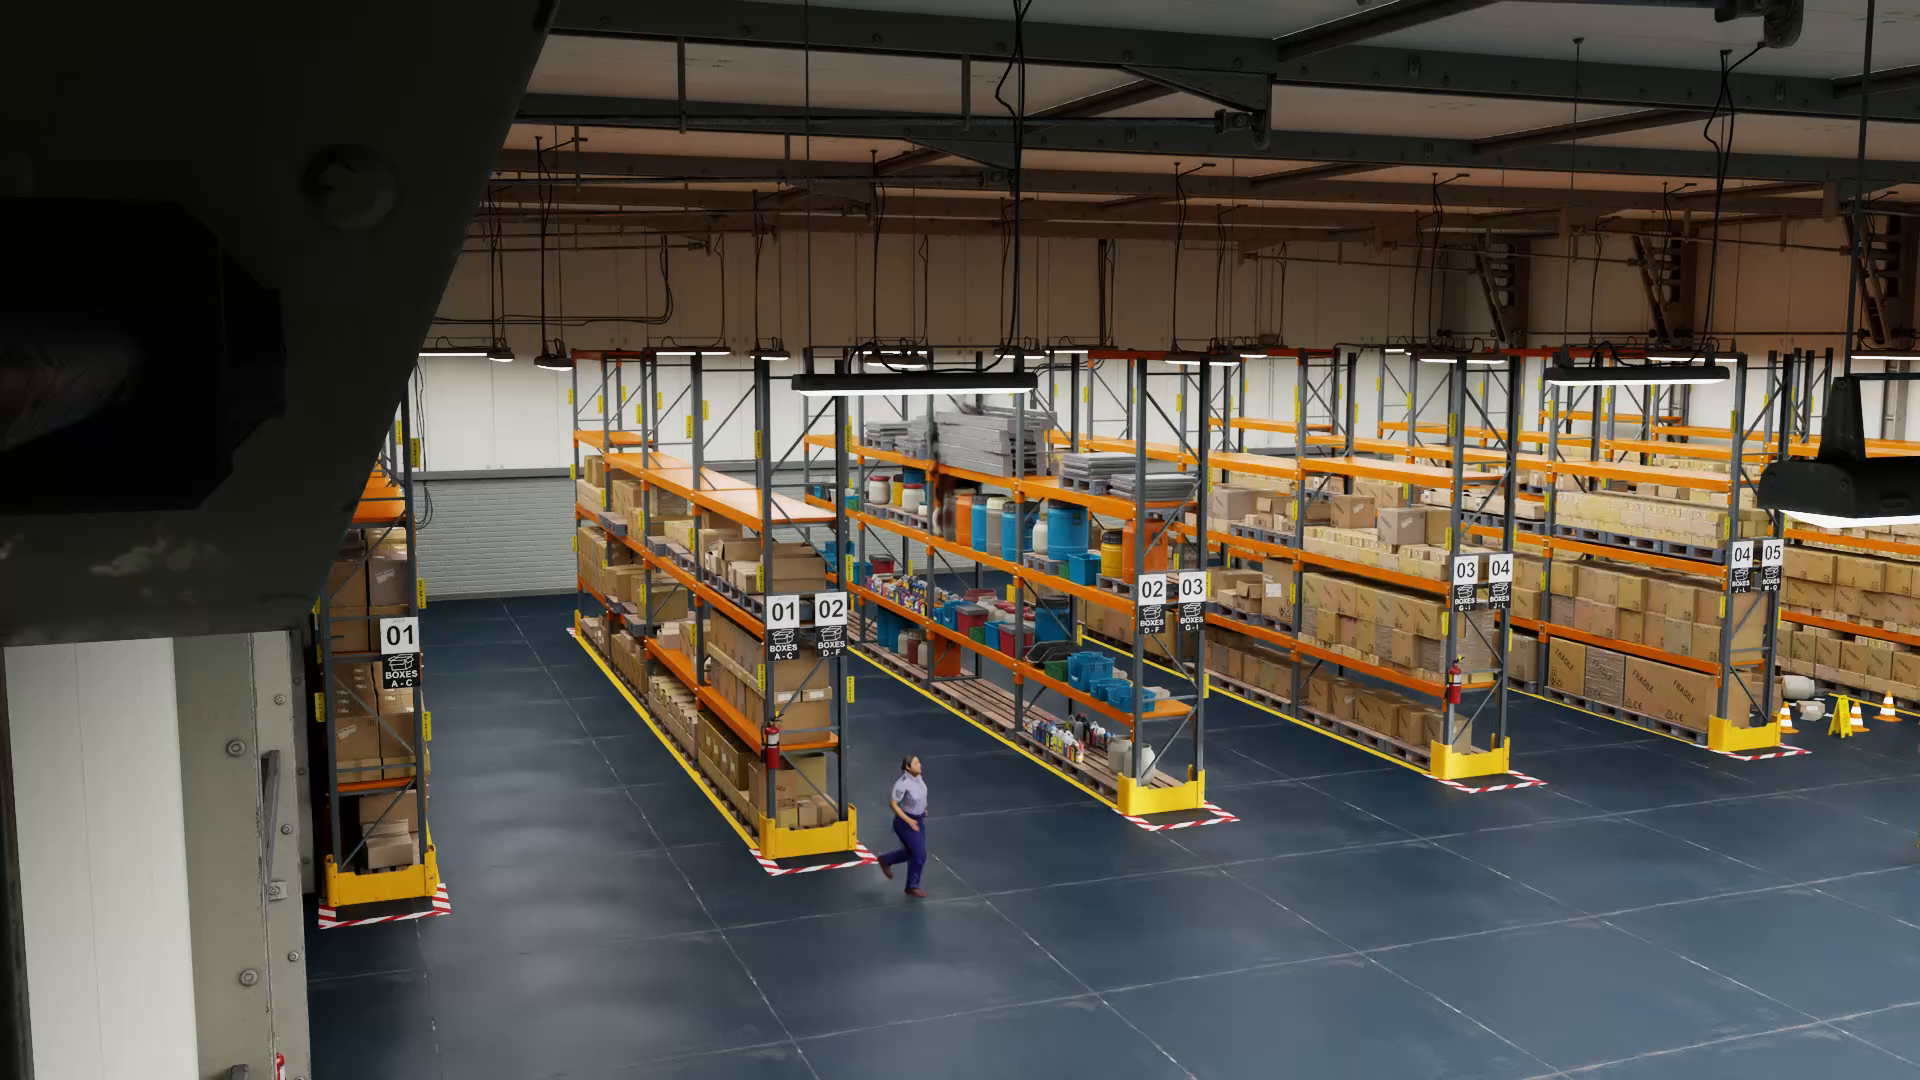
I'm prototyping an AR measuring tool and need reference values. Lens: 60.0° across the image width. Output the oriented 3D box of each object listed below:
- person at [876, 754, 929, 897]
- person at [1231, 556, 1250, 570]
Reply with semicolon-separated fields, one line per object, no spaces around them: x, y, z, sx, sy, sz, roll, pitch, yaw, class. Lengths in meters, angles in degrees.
-0.642;3.209;18.827;0.651;1.647;0.613;3;8;21;person
7.105;0.281;41.945;0.632;1.723;0.645;-3;8;-22;person
